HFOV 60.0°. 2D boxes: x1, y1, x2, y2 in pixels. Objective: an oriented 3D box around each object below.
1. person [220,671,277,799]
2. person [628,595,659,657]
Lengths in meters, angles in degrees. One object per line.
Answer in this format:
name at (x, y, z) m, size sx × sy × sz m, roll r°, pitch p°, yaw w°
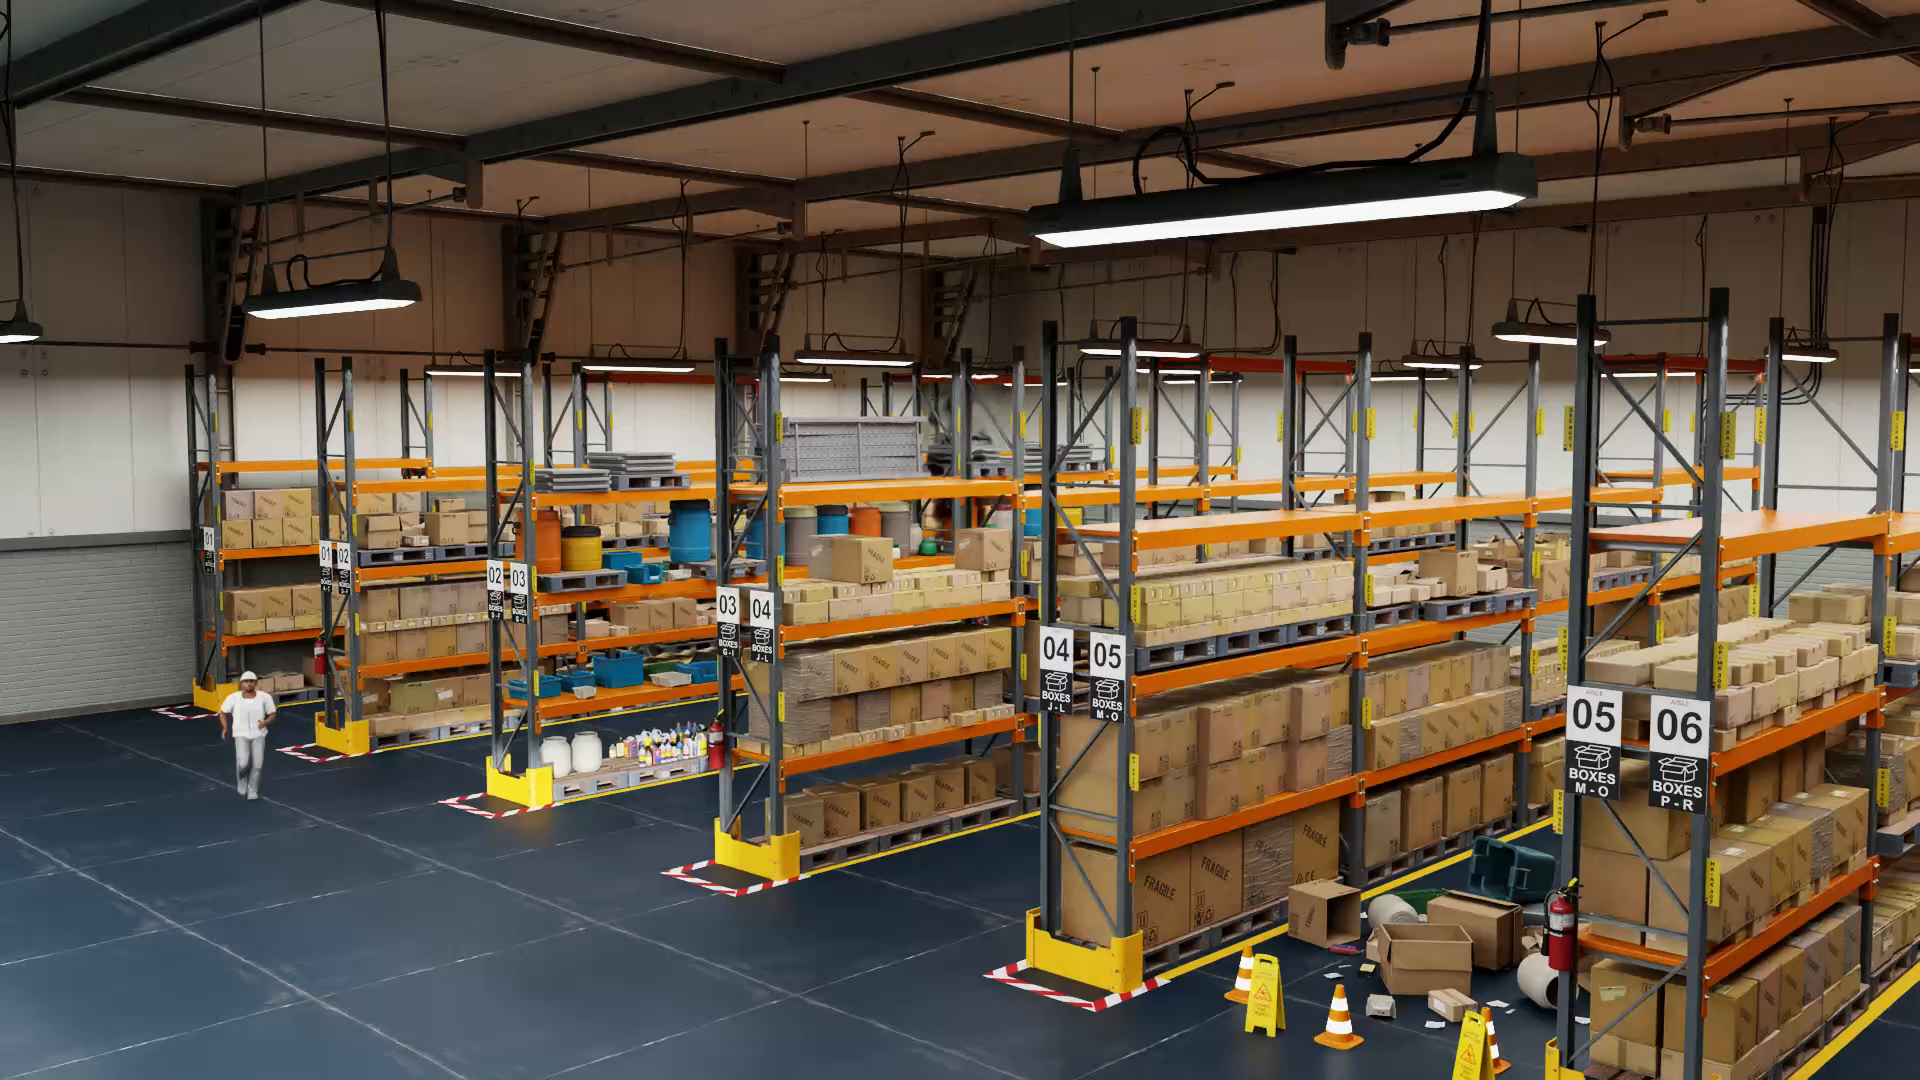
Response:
person at (-9.432, 2.606, 22.071) m, size 0.690 × 1.720 × 0.597 m, roll -2°, pitch 5°, yaw -26°
person at (-6.010, 1.842, 32.115) m, size 0.635 × 1.820 × 0.795 m, roll 4°, pitch 6°, yaw 44°
